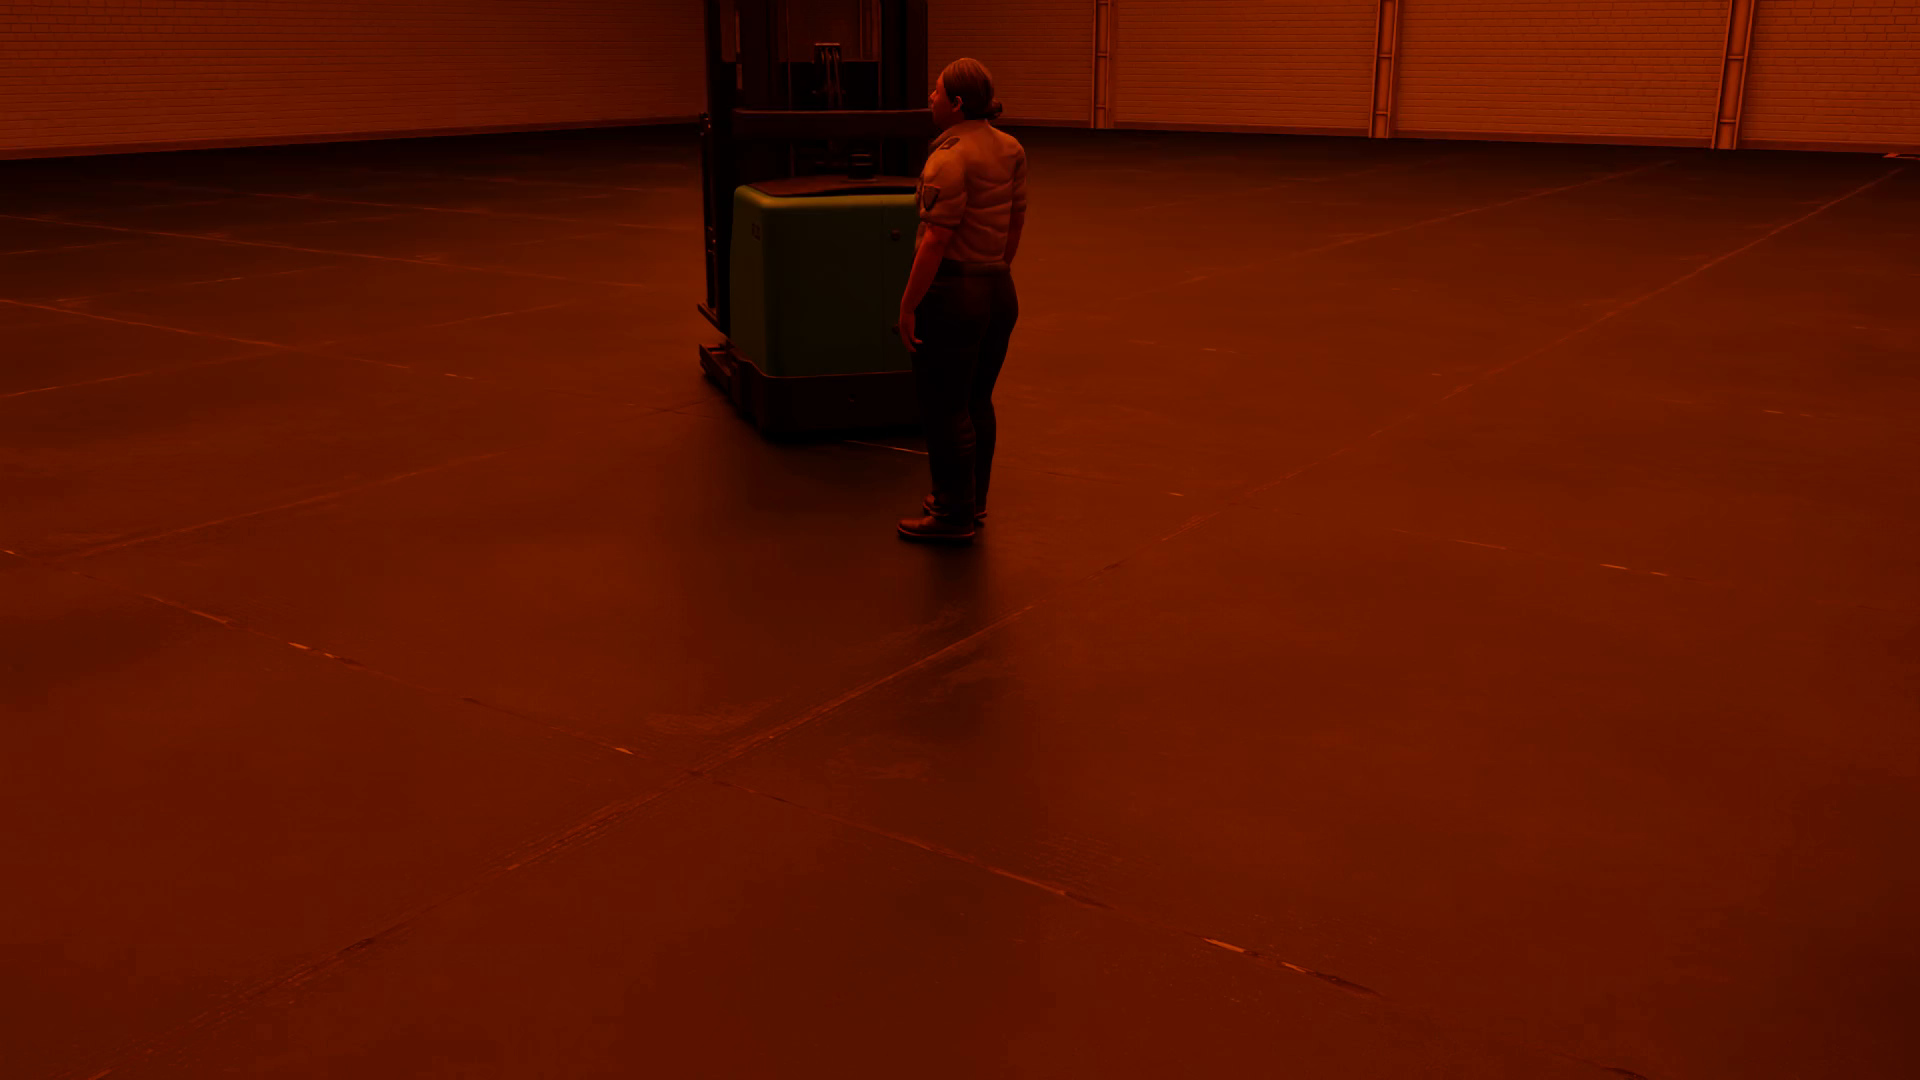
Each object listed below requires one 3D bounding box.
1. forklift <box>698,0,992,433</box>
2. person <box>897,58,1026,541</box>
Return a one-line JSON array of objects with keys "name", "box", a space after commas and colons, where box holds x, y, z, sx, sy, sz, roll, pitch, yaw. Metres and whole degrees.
[{"name": "forklift", "box": [-0.766, -2.260, 8.391, 1.130, 2.935, 3.031, -5, 17, -16]}, {"name": "person", "box": [-0.061, -0.817, 5.777, 0.503, 1.651, 0.598, 11, 20, 33]}]
